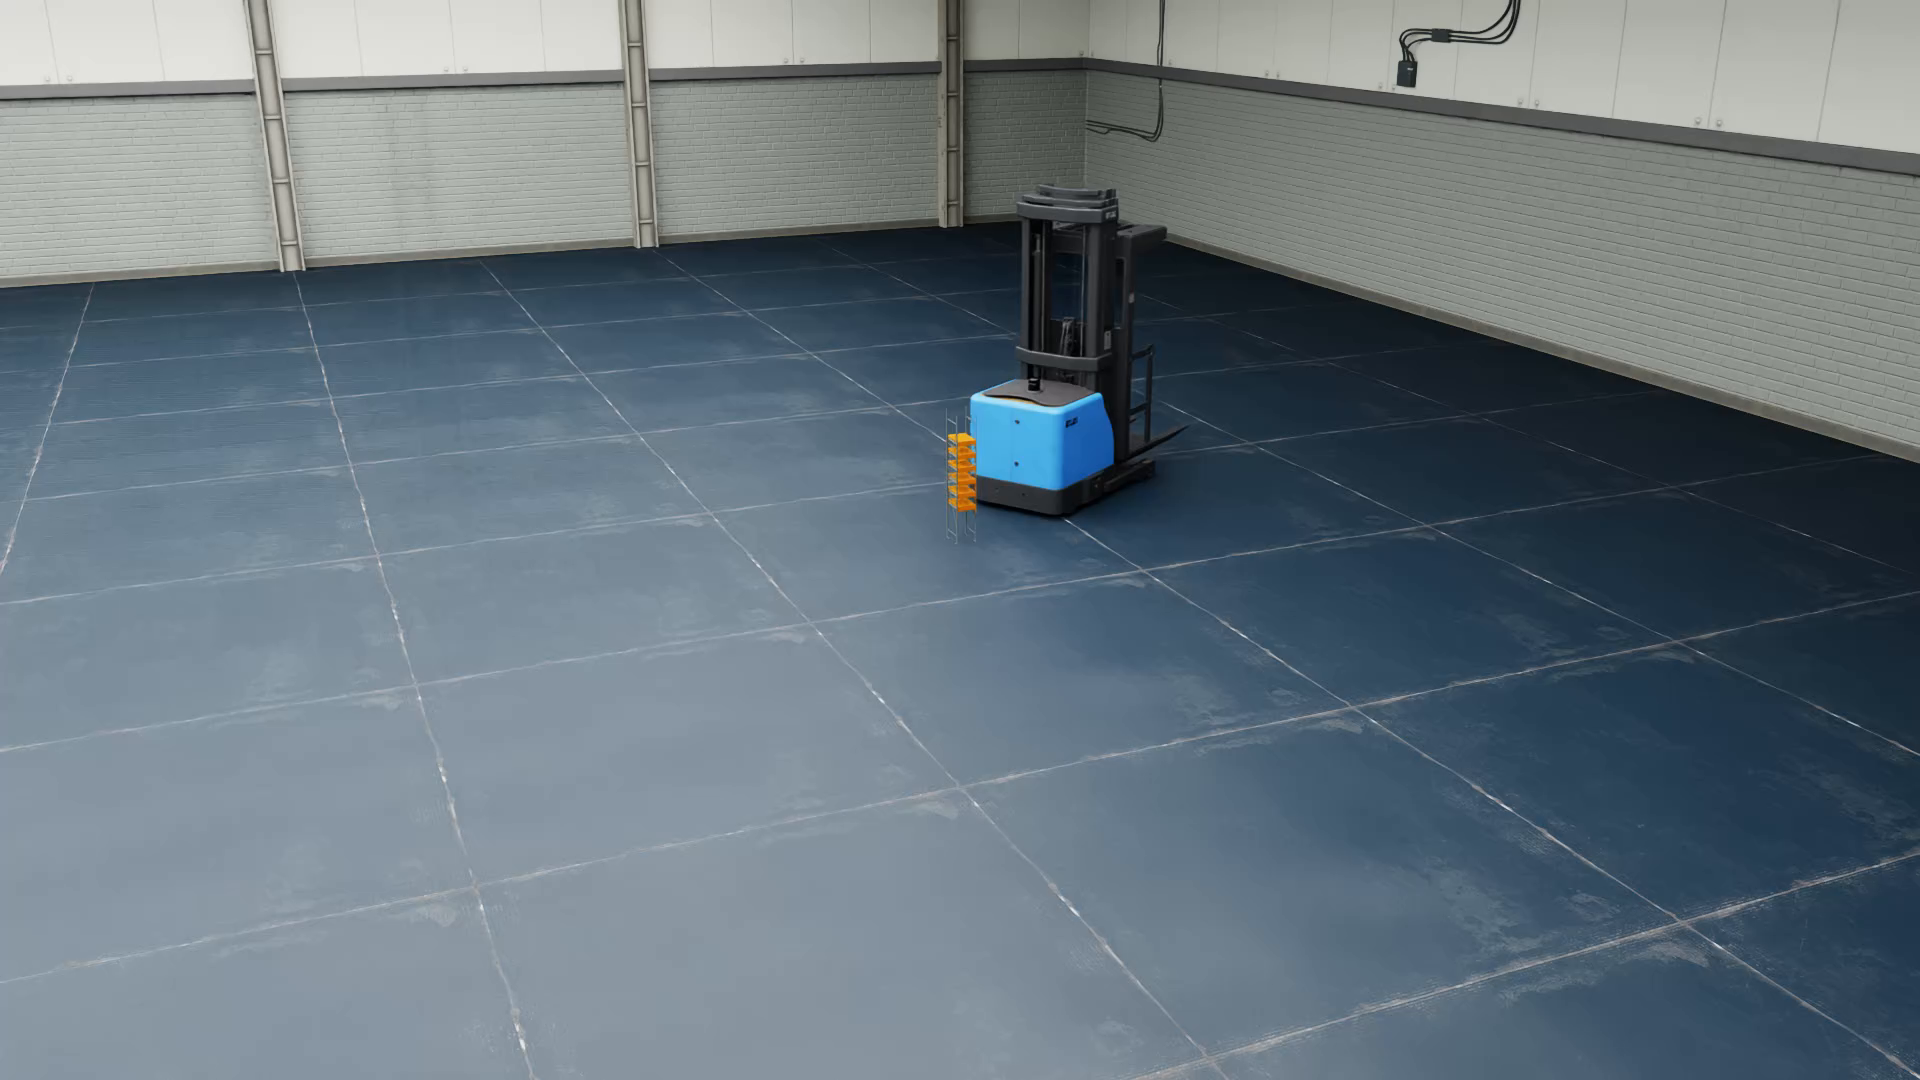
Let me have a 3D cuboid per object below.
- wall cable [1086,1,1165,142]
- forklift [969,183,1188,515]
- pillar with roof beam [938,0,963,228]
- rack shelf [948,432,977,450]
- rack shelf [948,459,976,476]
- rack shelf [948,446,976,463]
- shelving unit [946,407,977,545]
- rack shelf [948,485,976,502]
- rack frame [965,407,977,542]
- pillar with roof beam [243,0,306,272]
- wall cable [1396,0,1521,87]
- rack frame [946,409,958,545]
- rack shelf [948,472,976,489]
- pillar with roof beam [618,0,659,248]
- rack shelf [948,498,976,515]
[{"bbox_3d":[3.050,-8.880,31.367,0.112,2.526,3.097,-8,21,-22],"label":"wall cable"},{"bbox_3d":[1.324,-2.050,16.430,1.130,2.935,3.031,13,23,32],"label":"forklift"},{"bbox_3d":[1.527,-9.047,27.167,0.400,9.000,9.100,-8,21,-22],"label":"pillar with roof beam"},{"bbox_3d":[0.013,-0.866,14.723,0.180,0.103,0.258,-8,21,-22],"label":"rack shelf"},{"bbox_3d":[0.013,-0.639,14.803,0.180,0.103,0.258,-8,21,-22],"label":"rack shelf"},{"bbox_3d":[0.013,-0.752,14.763,0.180,0.103,0.258,-8,21,-22],"label":"rack shelf"},{"bbox_3d":[0.013,-0.568,14.828,0.189,1.200,0.258,-8,21,-22],"label":"shelving unit"},{"bbox_3d":[0.013,-0.413,14.883,0.180,0.103,0.258,-8,21,-22],"label":"rack shelf"},{"bbox_3d":[0.097,-0.580,14.862,0.006,1.200,0.240,-8,21,-22],"label":"rack frame"},{"bbox_3d":[-9.492,-7.469,22.684,0.400,9.000,9.100,-8,21,-22],"label":"pillar with roof beam"},{"bbox_3d":[6.796,-9.051,22.058,0.169,6.003,2.305,-8,21,-22],"label":"wall cable"},{"bbox_3d":[-0.071,-0.556,14.794,0.006,1.200,0.240,-8,21,-22],"label":"rack frame"},{"bbox_3d":[0.013,-0.526,14.843,0.180,0.103,0.258,-8,21,-22],"label":"rack shelf"},{"bbox_3d":[-3.983,-8.258,24.926,0.400,9.000,9.100,-8,21,-22],"label":"pillar with roof beam"},{"bbox_3d":[0.013,-0.300,14.923,0.180,0.103,0.258,-8,21,-22],"label":"rack shelf"}]
